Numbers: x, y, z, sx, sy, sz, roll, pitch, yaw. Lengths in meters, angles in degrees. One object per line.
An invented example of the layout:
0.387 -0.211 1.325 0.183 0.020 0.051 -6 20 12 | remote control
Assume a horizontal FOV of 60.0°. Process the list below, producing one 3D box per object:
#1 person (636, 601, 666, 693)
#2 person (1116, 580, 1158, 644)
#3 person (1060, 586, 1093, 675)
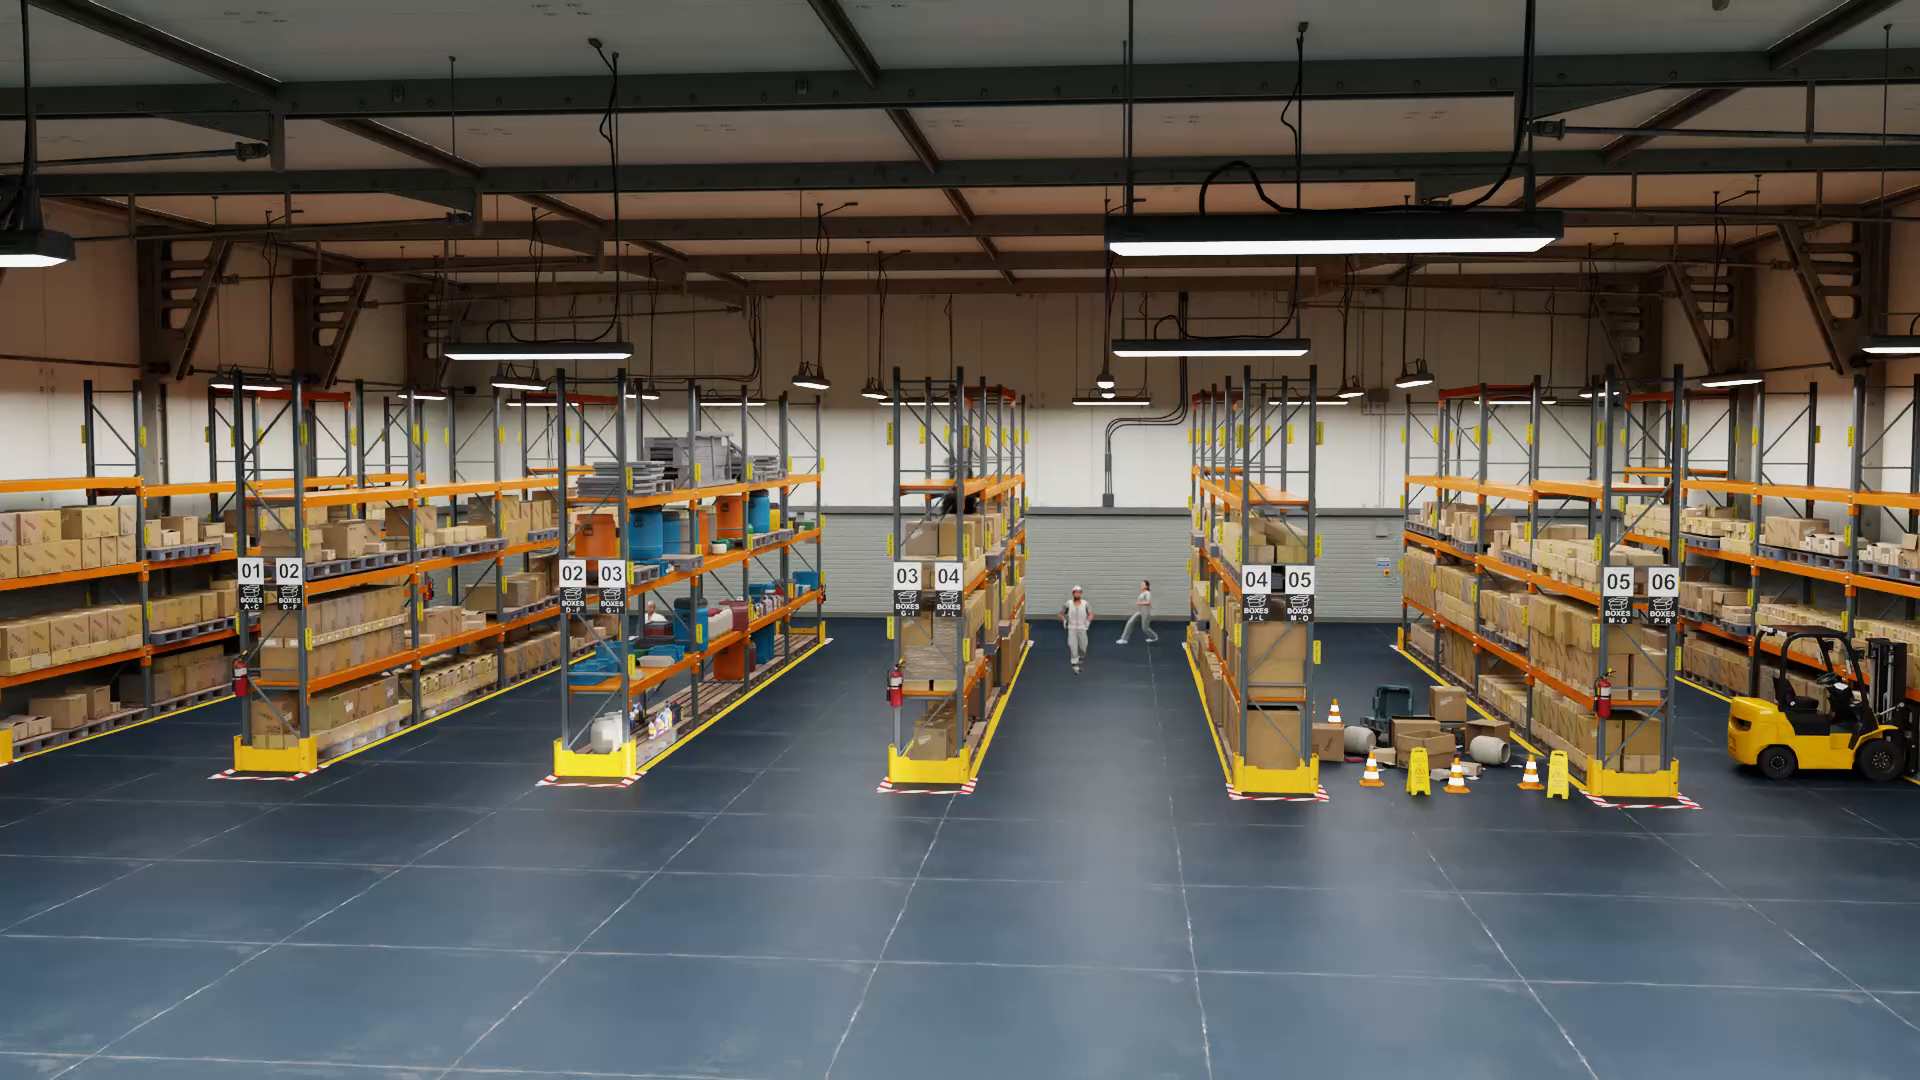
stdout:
-6.019 2.096 32.378 0.694 1.822 0.876 0 4 5 | person
4.364 1.735 39.964 1.093 1.532 0.647 -2 4 -27 | person
2.317 1.789 33.016 0.655 1.749 0.571 0 4 1 | person
